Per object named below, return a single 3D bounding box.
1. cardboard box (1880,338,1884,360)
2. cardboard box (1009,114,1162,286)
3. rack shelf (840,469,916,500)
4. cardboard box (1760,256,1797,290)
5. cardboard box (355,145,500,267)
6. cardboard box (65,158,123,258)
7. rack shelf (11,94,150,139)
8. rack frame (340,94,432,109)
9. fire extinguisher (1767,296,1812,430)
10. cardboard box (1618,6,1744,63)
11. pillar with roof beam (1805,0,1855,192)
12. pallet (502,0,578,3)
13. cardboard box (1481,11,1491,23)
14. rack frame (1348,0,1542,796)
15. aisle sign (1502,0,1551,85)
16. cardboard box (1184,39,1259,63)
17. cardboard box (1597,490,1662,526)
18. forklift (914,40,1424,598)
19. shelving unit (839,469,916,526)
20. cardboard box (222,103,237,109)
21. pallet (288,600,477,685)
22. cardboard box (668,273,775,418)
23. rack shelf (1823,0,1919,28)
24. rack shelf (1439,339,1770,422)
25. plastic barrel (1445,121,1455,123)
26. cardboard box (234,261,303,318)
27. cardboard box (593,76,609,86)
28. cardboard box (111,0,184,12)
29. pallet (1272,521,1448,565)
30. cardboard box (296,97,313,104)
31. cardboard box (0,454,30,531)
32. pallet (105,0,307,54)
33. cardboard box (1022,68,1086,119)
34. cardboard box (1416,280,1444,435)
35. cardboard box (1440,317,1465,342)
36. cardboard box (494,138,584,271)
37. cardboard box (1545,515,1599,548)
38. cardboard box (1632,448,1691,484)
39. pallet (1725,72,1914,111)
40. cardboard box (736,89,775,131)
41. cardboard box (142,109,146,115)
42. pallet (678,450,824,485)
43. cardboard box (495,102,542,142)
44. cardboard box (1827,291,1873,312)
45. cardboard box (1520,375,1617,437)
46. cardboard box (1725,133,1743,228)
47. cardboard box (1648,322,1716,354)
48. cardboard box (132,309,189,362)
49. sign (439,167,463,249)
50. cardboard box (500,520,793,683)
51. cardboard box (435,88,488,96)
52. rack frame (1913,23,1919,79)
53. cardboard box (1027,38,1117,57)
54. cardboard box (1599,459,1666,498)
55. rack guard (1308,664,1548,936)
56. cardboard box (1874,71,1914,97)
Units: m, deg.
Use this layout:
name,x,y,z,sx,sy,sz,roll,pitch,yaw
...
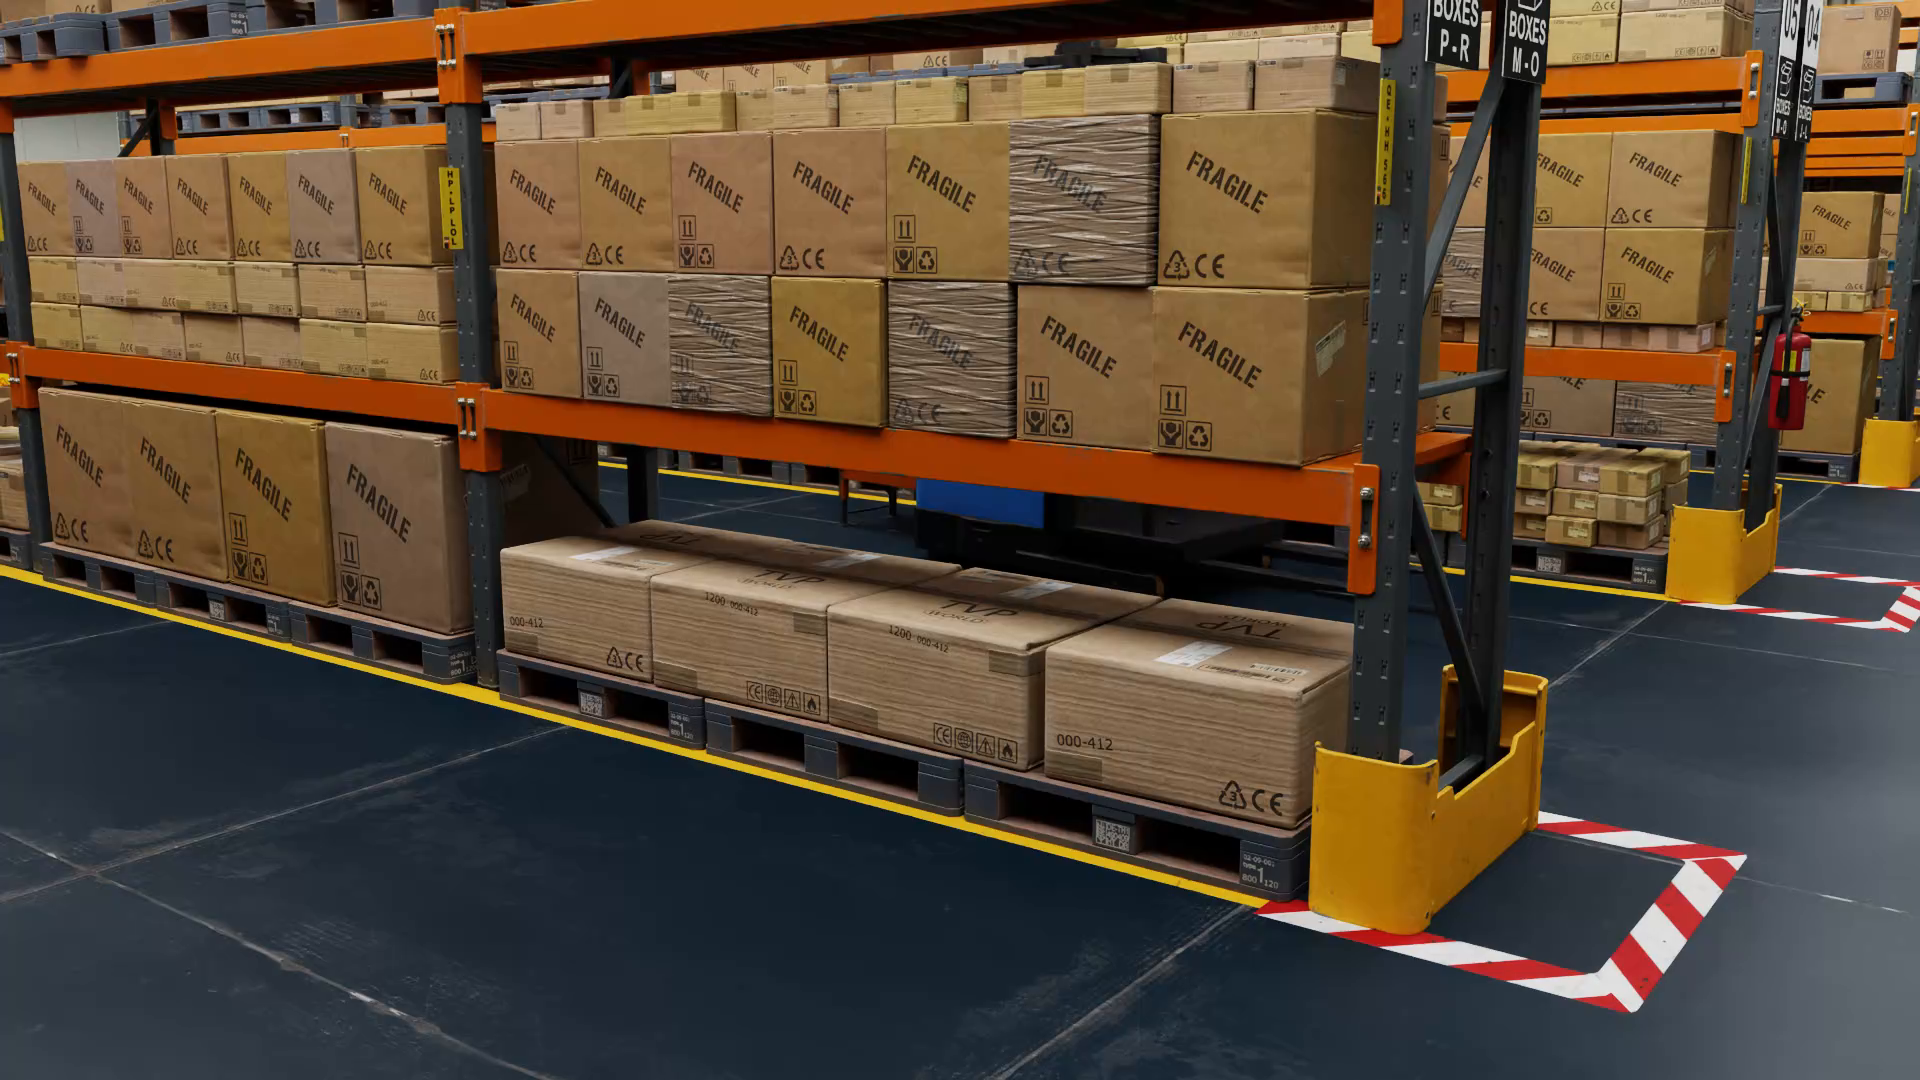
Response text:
name,x,y,z,sx,sy,sz,roll,pitch,yaw
cardboard box,11.868,-2.490,21.583,0.500,0.250,0.500,8,13,36
cardboard box,0.500,-1.068,5.255,0.500,0.500,0.500,8,14,36
rack shelf,-0.246,-0.375,10.794,1.000,0.278,0.538,10,15,43
cardboard box,6.378,-2.116,13.182,0.500,0.250,0.500,8,13,35
cardboard box,-2.265,-1.457,7.268,0.500,0.500,0.500,8,14,37
cardboard box,-4.322,-1.748,8.771,0.500,0.500,0.500,8,14,36
rack shelf,-6.592,-2.699,10.582,4.000,0.370,1.077,8,13,36
rack frame,-5.356,-5.519,15.367,0.127,3.000,1.000,8,13,36
fire extinguisher,4.246,-0.905,8.494,0.183,0.674,0.296,8,13,36
cardboard box,3.793,-2.634,8.748,0.500,0.250,0.500,8,13,34
pillar with roof beam,11.434,-7.037,23.214,0.400,9.000,9.100,8,13,36
pallet,-1.103,-2.241,6.552,1.213,0.211,1.003,8,13,36
cardboard box,2.970,-2.997,9.307,0.500,0.250,0.500,8,14,36
rack frame,1.468,-0.456,4.987,0.127,3.000,1.000,8,13,36
aisle sign,1.698,-1.768,4.928,0.004,0.787,0.394,8,13,36
cardboard box,1.719,-2.926,10.255,0.500,0.250,0.500,8,13,35
cardboard box,3.722,-0.193,9.247,0.250,0.149,0.380,8,13,34
forklift,1.139,-1.209,9.062,3.031,2.935,1.130,10,15,43
shelving unit,-0.246,-0.615,10.748,1.048,1.125,0.538,10,15,43
cardboard box,-7.069,-4.342,16.471,0.250,0.149,0.380,8,13,35
pallet,-2.423,0.389,7.966,1.213,0.211,1.003,8,13,36
cardboard box,-0.733,-0.747,6.233,0.500,0.500,0.500,8,14,36
rack shelf,8.653,-5.352,17.448,4.000,0.370,1.077,8,13,36
rack shelf,2.704,-1.096,10.194,4.000,0.370,1.077,8,13,36
plastic barrel,5.575,-5.274,19.572,0.708,0.901,0.600,8,13,36
cardboard box,-3.084,-1.202,7.923,0.500,0.250,0.500,8,14,37
cardboard box,-2.744,-3.771,13.474,0.250,0.166,0.380,8,13,36
cardboard box,-4.070,-3.001,8.877,0.500,0.500,0.700,7,13,33
pallet,2.642,-0.098,10.482,1.213,0.211,1.003,8,13,36
cardboard box,-6.042,-4.199,15.731,0.250,0.149,0.380,8,14,36
cardboard box,-5.430,-0.336,10.182,0.625,0.372,0.950,7,13,32
pallet,-3.527,-2.545,8.390,1.213,0.211,1.003,9,14,38
cardboard box,0.405,-1.399,5.262,0.250,0.149,0.380,8,14,37
cardboard box,1.251,-0.603,5.484,0.500,0.500,0.500,8,13,35
cardboard box,2.900,-1.253,9.771,0.250,0.149,0.380,7,13,33
cardboard box,-1.516,-1.355,6.739,0.500,0.500,0.500,8,14,36
cardboard box,3.502,-0.072,9.404,0.250,0.149,0.380,8,14,37
cardboard box,4.095,-0.434,9.711,0.250,0.149,0.380,7,13,33
pallet,6.730,-3.484,12.976,1.213,0.211,1.003,8,13,36
cardboard box,-0.596,-1.553,6.054,0.250,0.149,0.380,8,13,35
cardboard box,-8.287,-4.512,17.351,0.250,0.149,0.380,8,14,36
pallet,-1.503,-0.667,13.422,1.213,0.211,1.003,8,13,36
cardboard box,-1.655,-1.689,6.757,0.250,0.149,0.380,8,13,35
cardboard box,6.852,-1.839,12.800,0.250,0.149,0.380,8,14,37
cardboard box,5.320,-1.398,14.346,0.875,0.875,0.875,8,13,36
cardboard box,4.112,-2.002,9.302,0.500,0.500,0.500,8,13,35
cardboard box,3.886,-1.095,8.953,0.250,0.149,0.380,8,14,36
cardboard box,-3.891,-1.073,8.573,0.500,0.250,0.500,9,14,37
sign,-2.069,-1.351,6.774,0.005,0.325,0.100,8,13,36
cardboard box,-1.314,0.233,7.066,0.875,0.438,0.875,8,13,35
cardboard box,-4.380,-3.981,14.606,0.250,0.149,0.380,8,13,36
rack frame,7.334,-4.918,12.260,0.127,3.000,1.000,8,13,36
cardboard box,0.852,-3.462,11.261,0.500,0.500,0.700,8,14,36
cardboard box,3.740,-0.344,9.245,0.250,0.149,0.380,8,14,36
rack guard,1.487,0.774,5.211,0.348,0.500,1.175,8,13,36
cardboard box,11.957,-5.666,21.126,0.500,0.500,0.700,8,13,36
